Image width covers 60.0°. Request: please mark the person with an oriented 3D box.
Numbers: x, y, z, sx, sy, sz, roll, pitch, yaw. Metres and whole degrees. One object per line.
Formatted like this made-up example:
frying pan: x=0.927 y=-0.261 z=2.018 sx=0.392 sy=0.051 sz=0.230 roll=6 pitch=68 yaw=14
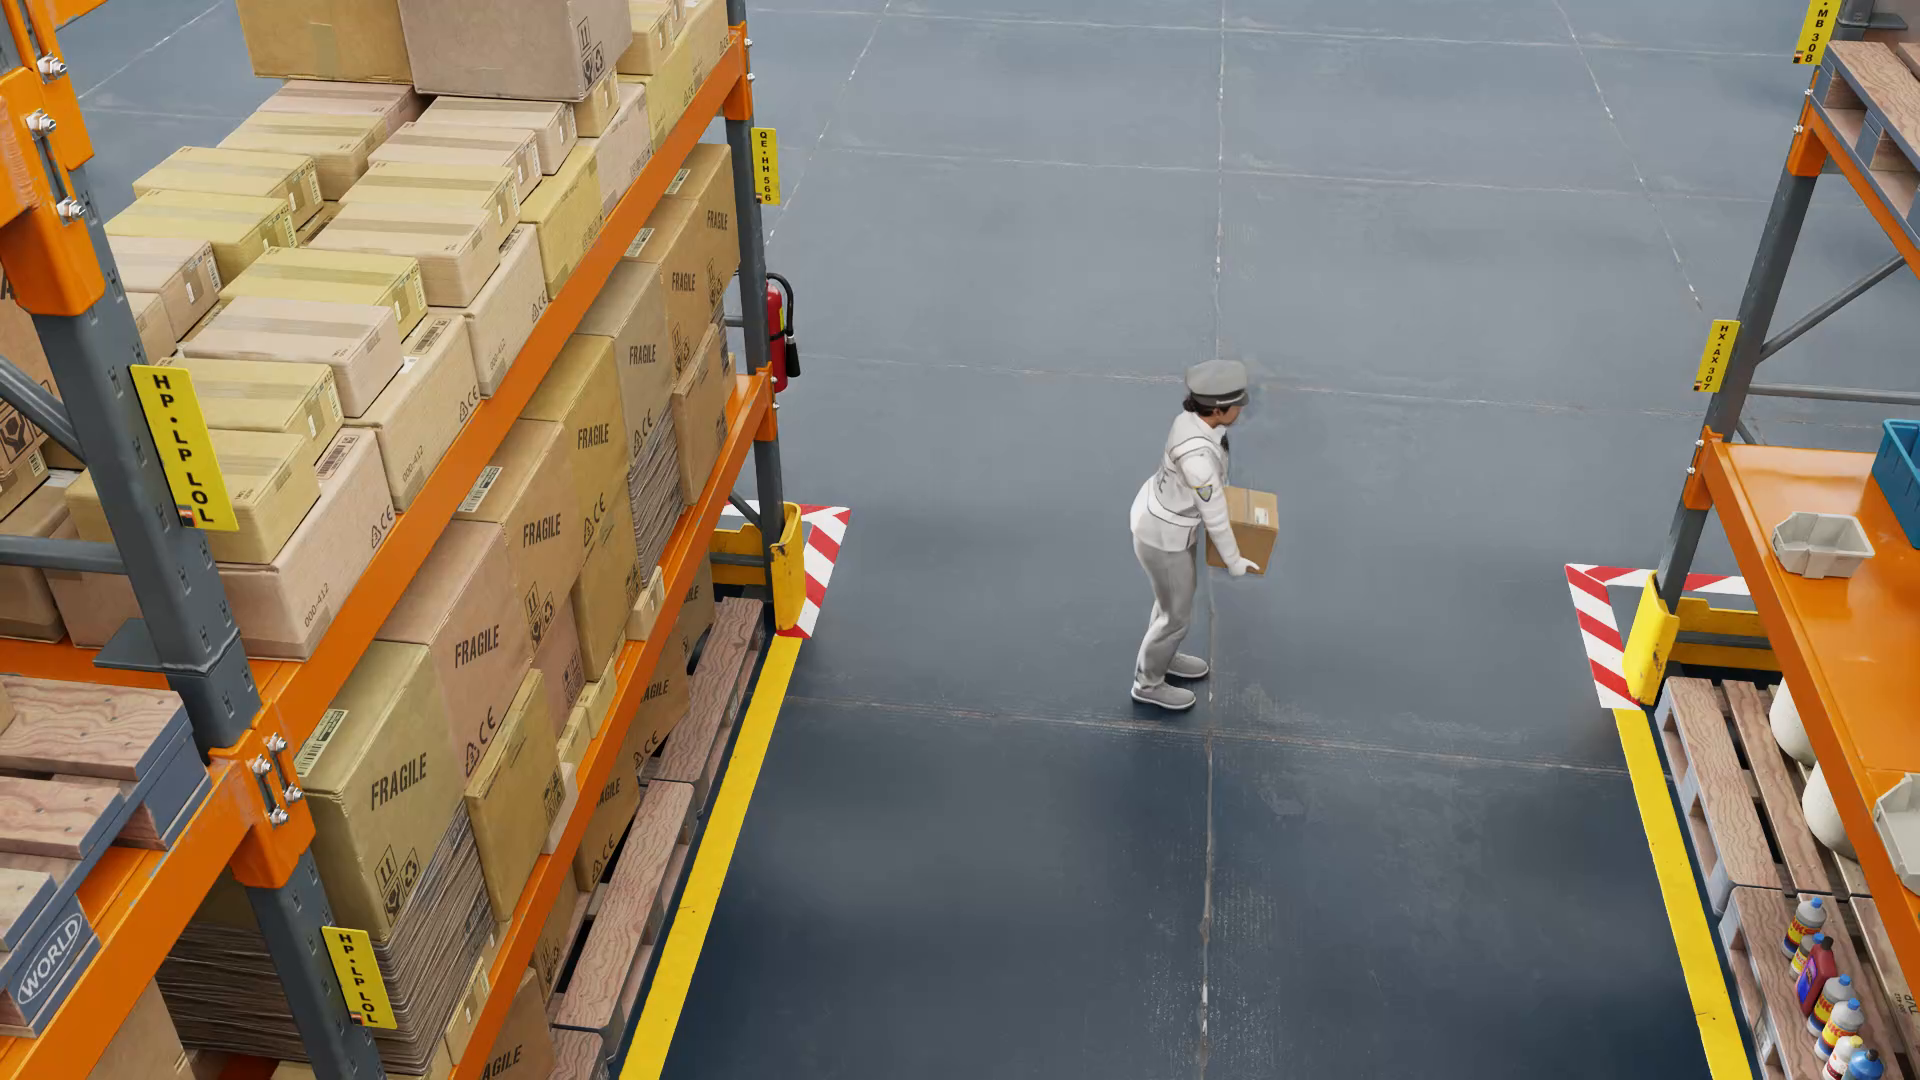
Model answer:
person: x=0.968 y=-0.026 z=7.055 sx=0.553 sy=1.687 sz=0.459 roll=5 pitch=37 yaw=7
